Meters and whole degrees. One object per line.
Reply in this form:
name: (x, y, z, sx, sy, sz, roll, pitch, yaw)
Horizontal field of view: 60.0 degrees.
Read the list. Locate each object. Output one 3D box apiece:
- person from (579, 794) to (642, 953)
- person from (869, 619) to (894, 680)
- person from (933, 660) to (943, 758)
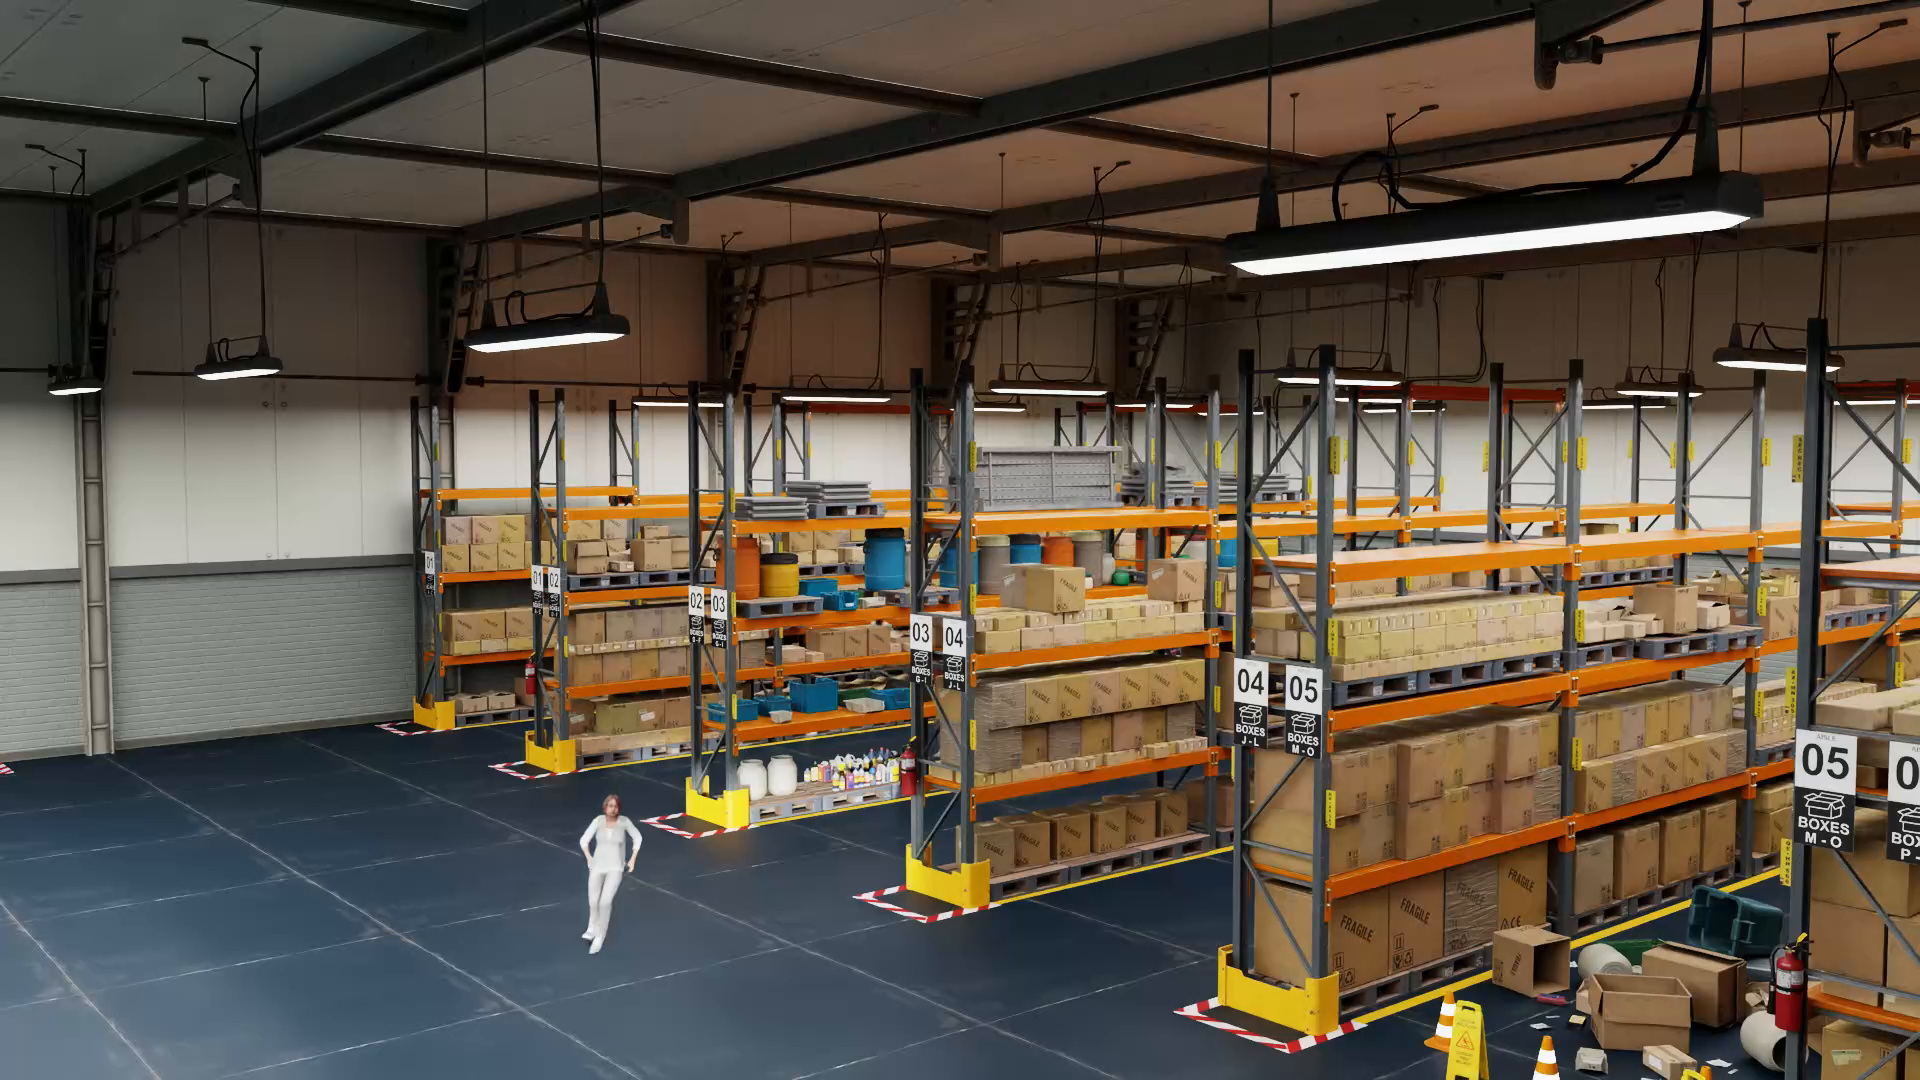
person: (-3.586, 3.381, 16.986, 0.611, 1.589, 0.615, 0, 3, 2)
person: (-1.657, 2.288, 34.018, 0.674, 1.771, 0.771, 2, 4, 31)
person: (-0.154, 2.724, 27.322, 0.643, 1.685, 0.592, -2, 4, -28)
